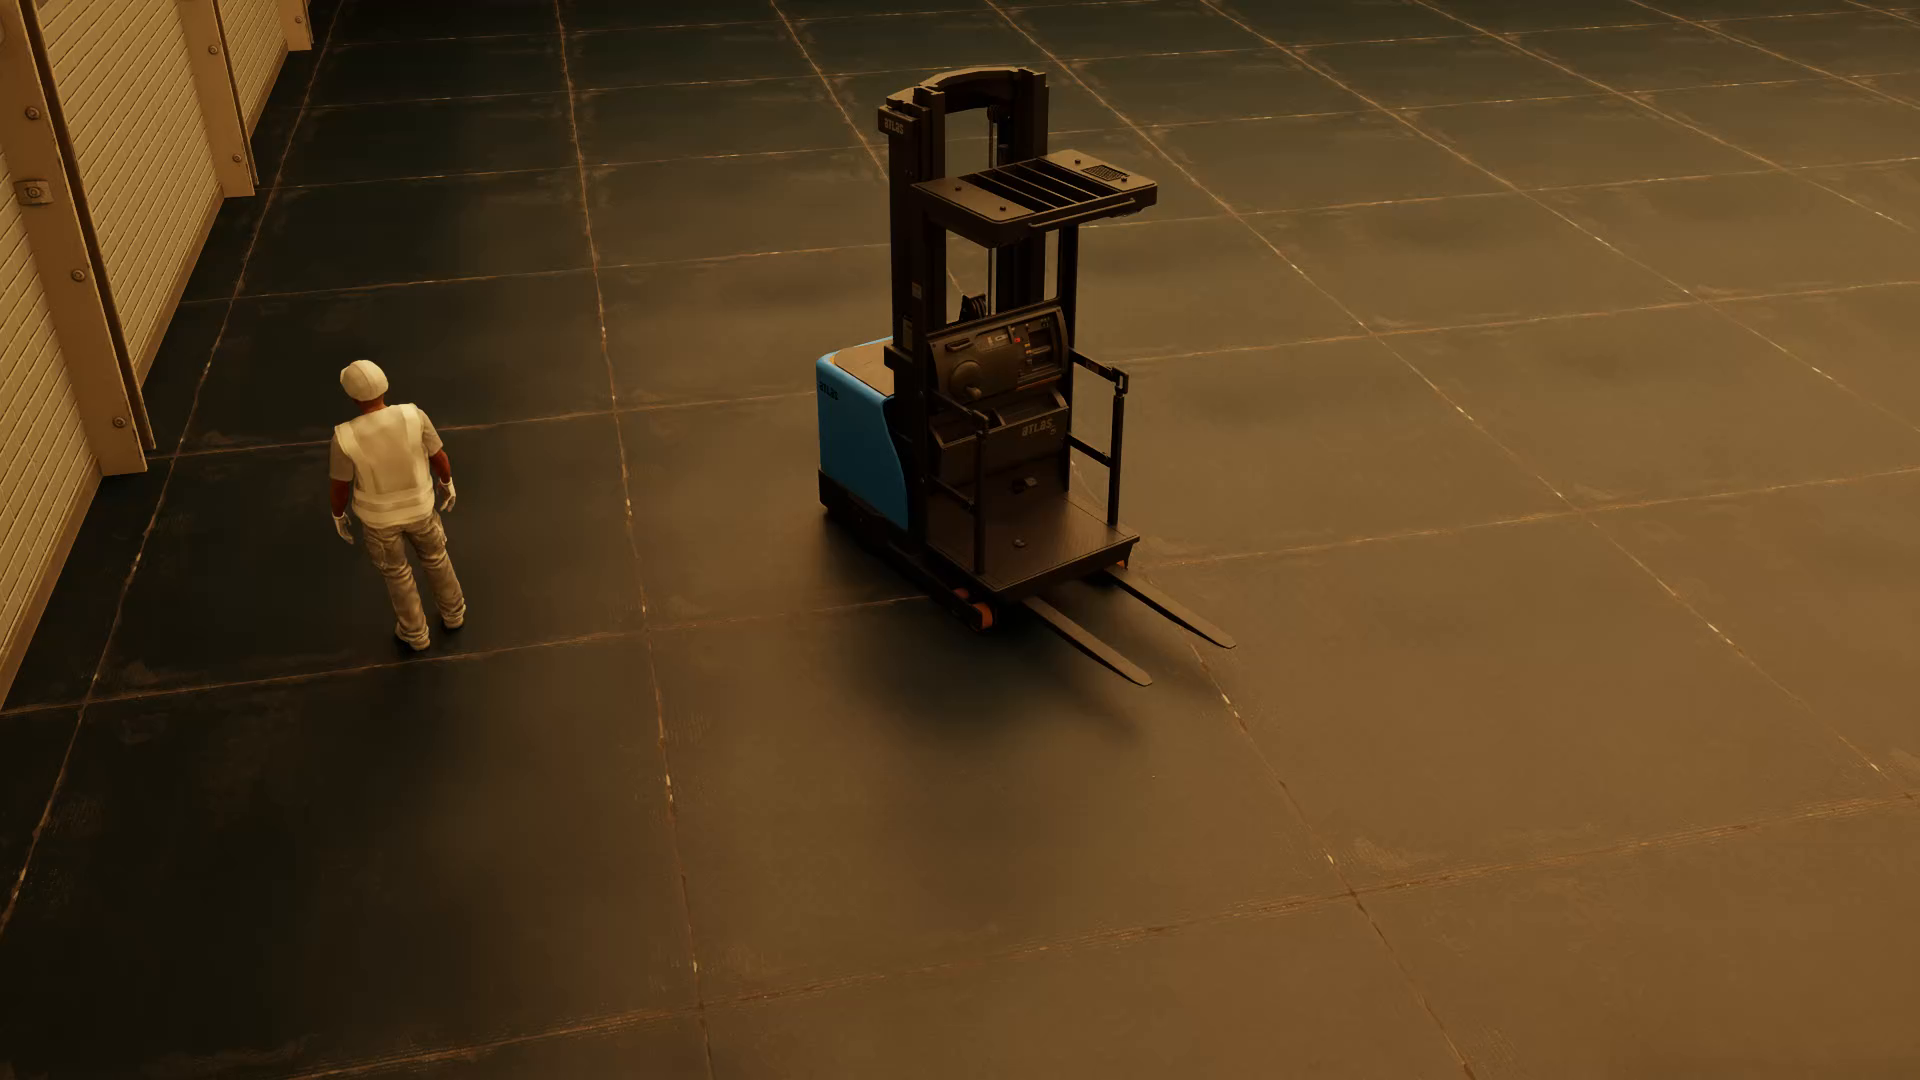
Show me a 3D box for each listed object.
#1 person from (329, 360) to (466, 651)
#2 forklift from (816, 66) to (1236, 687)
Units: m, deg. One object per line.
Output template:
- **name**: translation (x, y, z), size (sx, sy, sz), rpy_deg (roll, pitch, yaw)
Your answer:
- **person**: translation (-3.093, -0.210, 9.068), size (0.657, 1.784, 0.577), rpy_deg (-17, 34, -26)
- **forklift**: translation (0.355, -1.021, 9.338), size (1.130, 2.935, 3.031), rpy_deg (-20, 35, -30)
